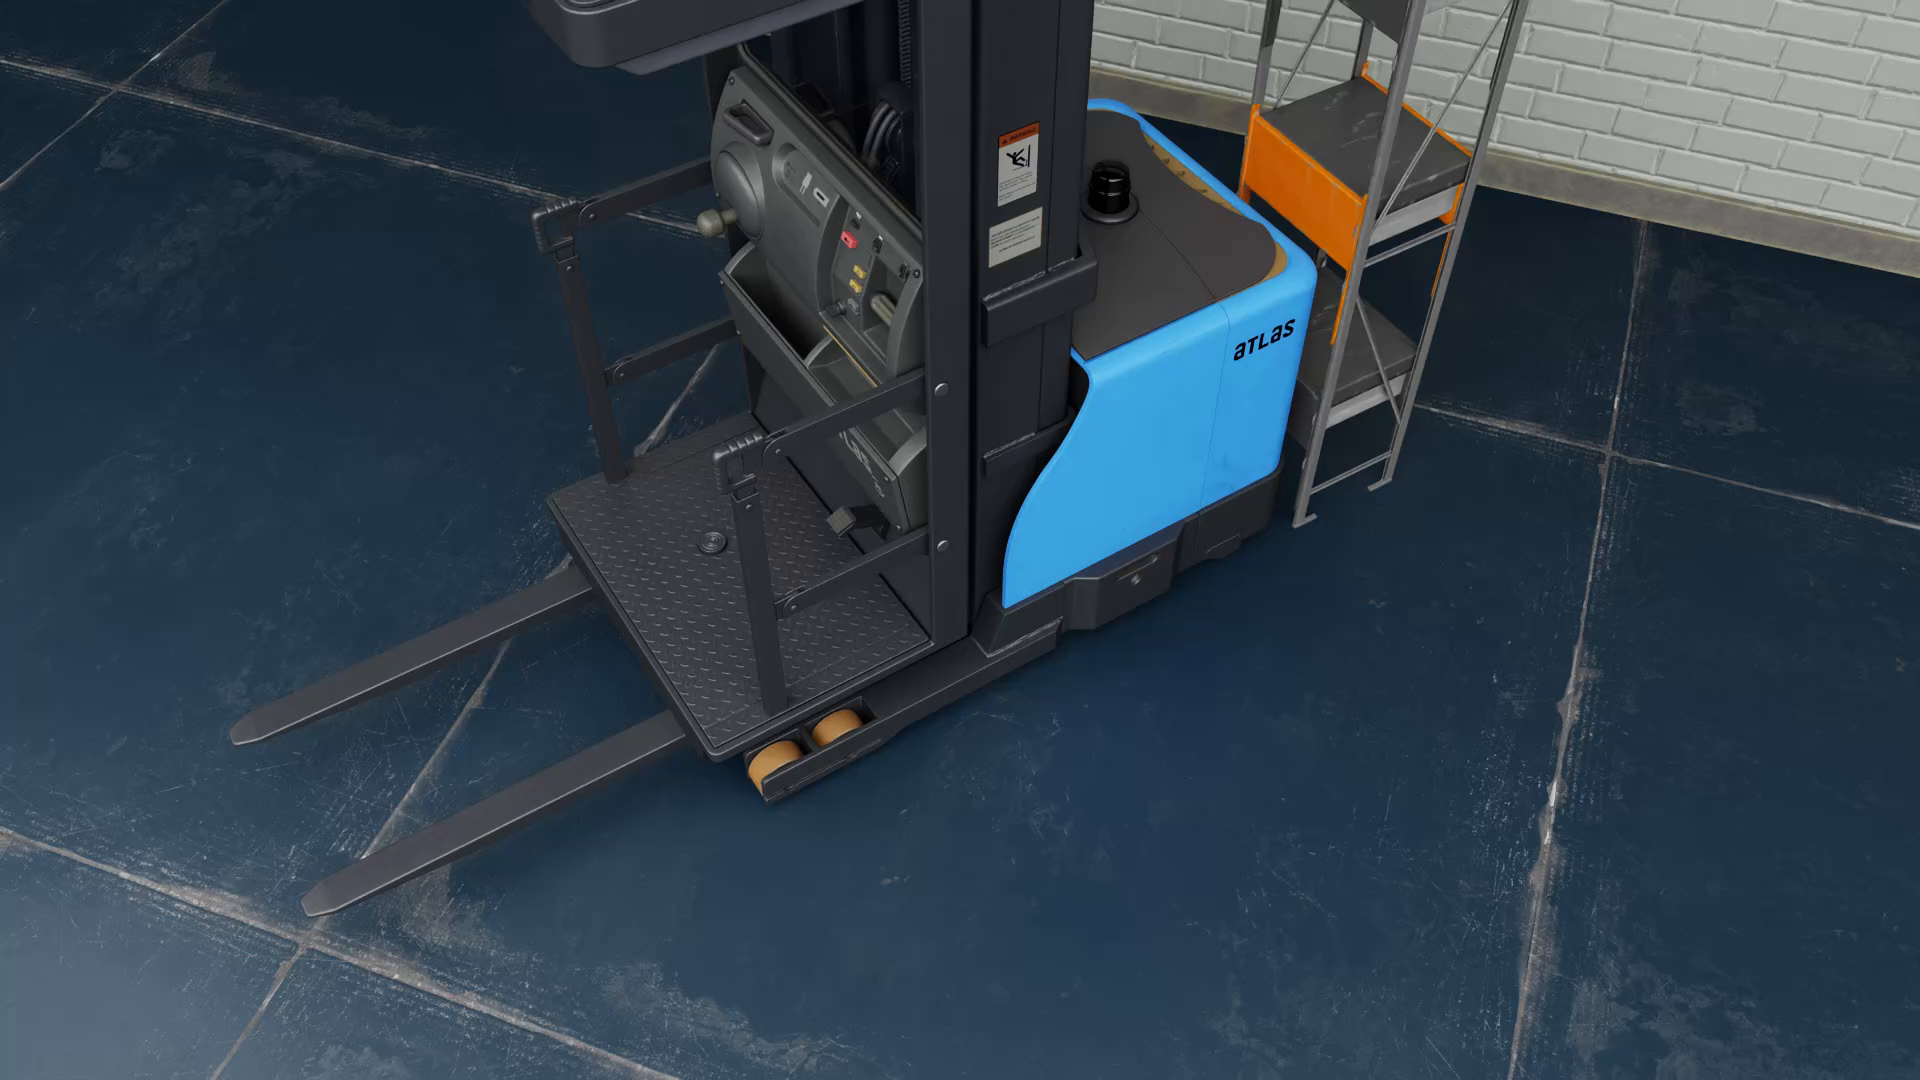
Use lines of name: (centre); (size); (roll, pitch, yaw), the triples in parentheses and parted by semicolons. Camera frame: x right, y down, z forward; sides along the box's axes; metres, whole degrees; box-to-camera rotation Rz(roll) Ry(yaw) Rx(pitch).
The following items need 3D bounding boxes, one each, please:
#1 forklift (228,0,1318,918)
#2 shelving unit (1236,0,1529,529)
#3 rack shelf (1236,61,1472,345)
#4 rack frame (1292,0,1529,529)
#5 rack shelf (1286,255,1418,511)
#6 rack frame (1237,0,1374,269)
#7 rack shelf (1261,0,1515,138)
forklift: (-0.531, -0.703, 3.920); (3.031, 2.935, 1.130); (-26, 54, -21)
shelving unit: (1.103, -0.963, 4.695); (0.431, 2.100, 0.503); (-25, 53, -20)
rack shelf: (1.103, -0.954, 4.705); (0.431, 0.518, 0.480); (-25, 53, -20)
rack frame: (1.230, -0.805, 4.558); (0.400, 2.100, 0.015); (-25, 53, -20)
rack shelf: (1.103, -0.495, 5.234); (0.431, 0.518, 0.480); (-25, 53, -20)
rack frame: (0.977, -1.120, 4.832); (0.400, 2.100, 0.015); (-25, 53, -20)
rack shelf: (1.103, -1.412, 4.176); (0.431, 0.518, 0.480); (-25, 53, -20)
